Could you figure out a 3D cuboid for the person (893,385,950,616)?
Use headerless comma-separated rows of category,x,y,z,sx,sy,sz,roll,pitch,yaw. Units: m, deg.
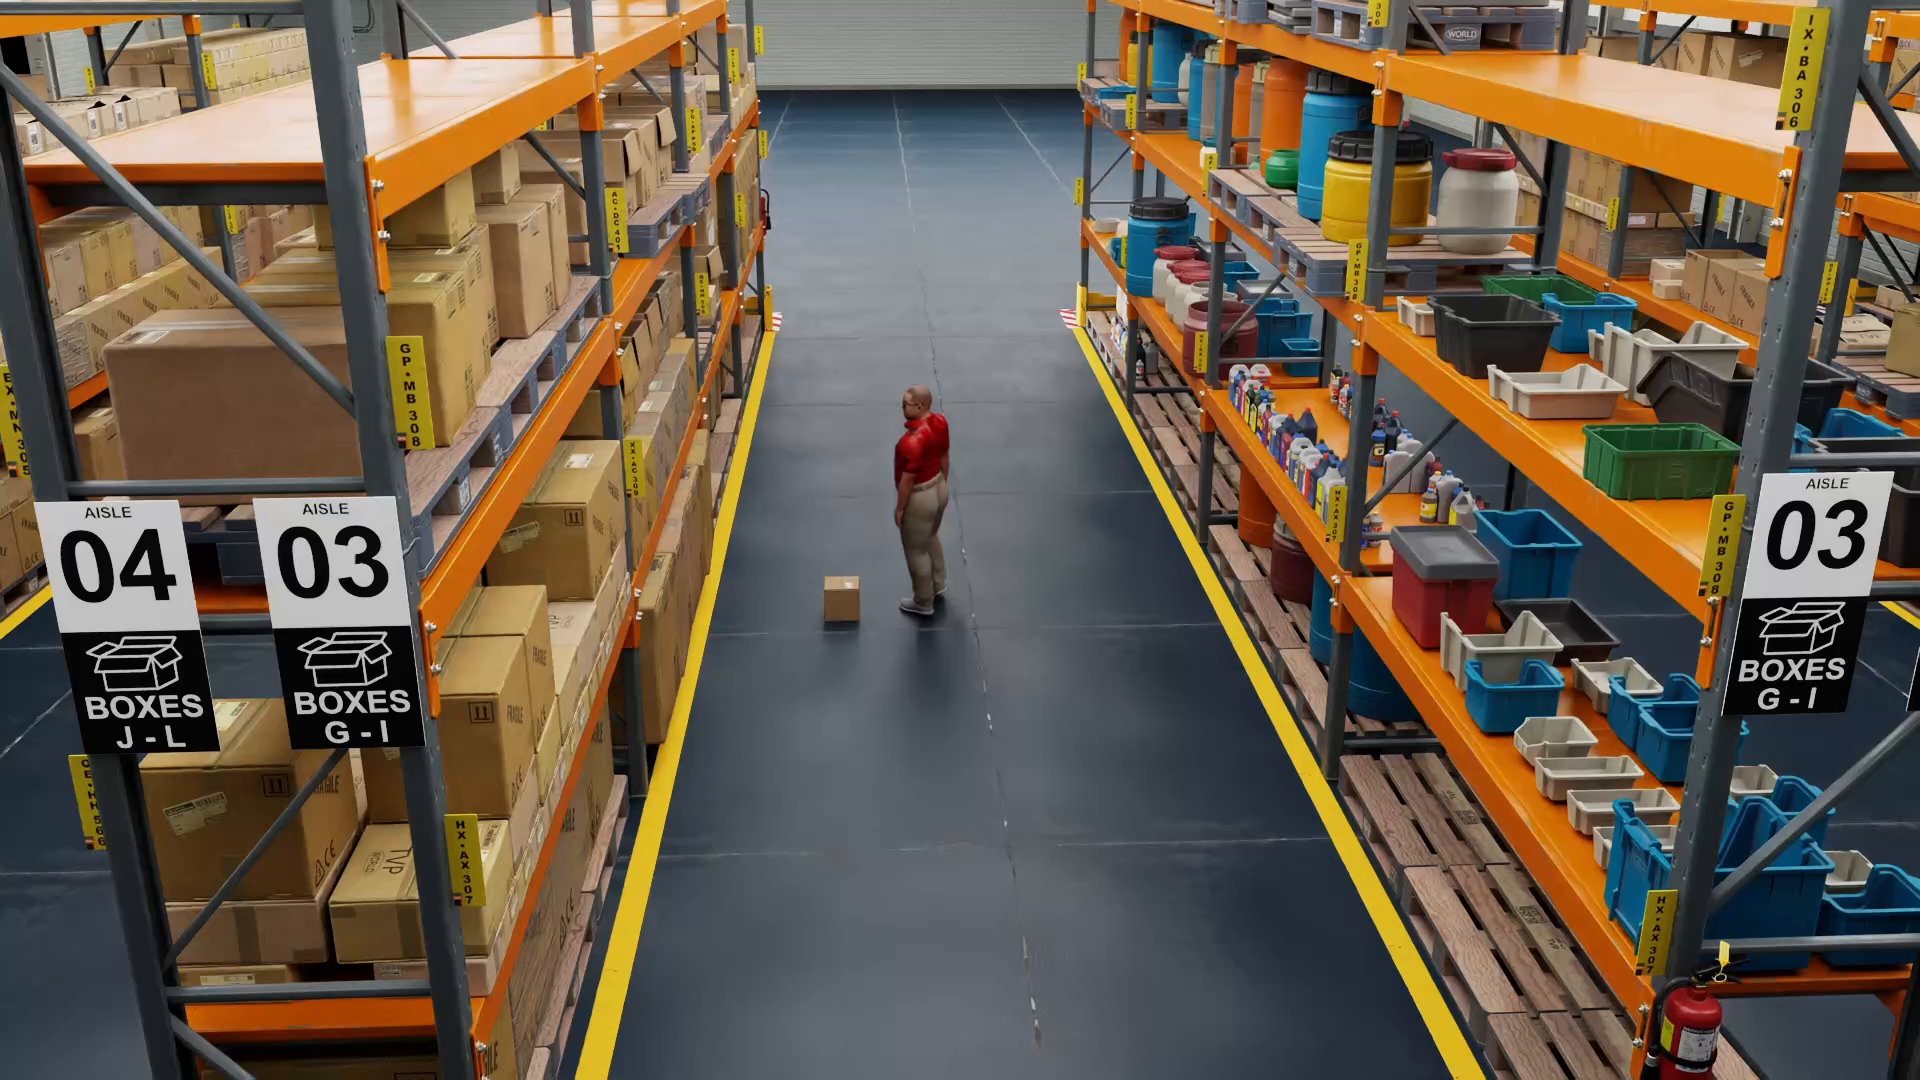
person,-0.287,-0.291,11.894,0.385,1.759,0.731,9,22,23
